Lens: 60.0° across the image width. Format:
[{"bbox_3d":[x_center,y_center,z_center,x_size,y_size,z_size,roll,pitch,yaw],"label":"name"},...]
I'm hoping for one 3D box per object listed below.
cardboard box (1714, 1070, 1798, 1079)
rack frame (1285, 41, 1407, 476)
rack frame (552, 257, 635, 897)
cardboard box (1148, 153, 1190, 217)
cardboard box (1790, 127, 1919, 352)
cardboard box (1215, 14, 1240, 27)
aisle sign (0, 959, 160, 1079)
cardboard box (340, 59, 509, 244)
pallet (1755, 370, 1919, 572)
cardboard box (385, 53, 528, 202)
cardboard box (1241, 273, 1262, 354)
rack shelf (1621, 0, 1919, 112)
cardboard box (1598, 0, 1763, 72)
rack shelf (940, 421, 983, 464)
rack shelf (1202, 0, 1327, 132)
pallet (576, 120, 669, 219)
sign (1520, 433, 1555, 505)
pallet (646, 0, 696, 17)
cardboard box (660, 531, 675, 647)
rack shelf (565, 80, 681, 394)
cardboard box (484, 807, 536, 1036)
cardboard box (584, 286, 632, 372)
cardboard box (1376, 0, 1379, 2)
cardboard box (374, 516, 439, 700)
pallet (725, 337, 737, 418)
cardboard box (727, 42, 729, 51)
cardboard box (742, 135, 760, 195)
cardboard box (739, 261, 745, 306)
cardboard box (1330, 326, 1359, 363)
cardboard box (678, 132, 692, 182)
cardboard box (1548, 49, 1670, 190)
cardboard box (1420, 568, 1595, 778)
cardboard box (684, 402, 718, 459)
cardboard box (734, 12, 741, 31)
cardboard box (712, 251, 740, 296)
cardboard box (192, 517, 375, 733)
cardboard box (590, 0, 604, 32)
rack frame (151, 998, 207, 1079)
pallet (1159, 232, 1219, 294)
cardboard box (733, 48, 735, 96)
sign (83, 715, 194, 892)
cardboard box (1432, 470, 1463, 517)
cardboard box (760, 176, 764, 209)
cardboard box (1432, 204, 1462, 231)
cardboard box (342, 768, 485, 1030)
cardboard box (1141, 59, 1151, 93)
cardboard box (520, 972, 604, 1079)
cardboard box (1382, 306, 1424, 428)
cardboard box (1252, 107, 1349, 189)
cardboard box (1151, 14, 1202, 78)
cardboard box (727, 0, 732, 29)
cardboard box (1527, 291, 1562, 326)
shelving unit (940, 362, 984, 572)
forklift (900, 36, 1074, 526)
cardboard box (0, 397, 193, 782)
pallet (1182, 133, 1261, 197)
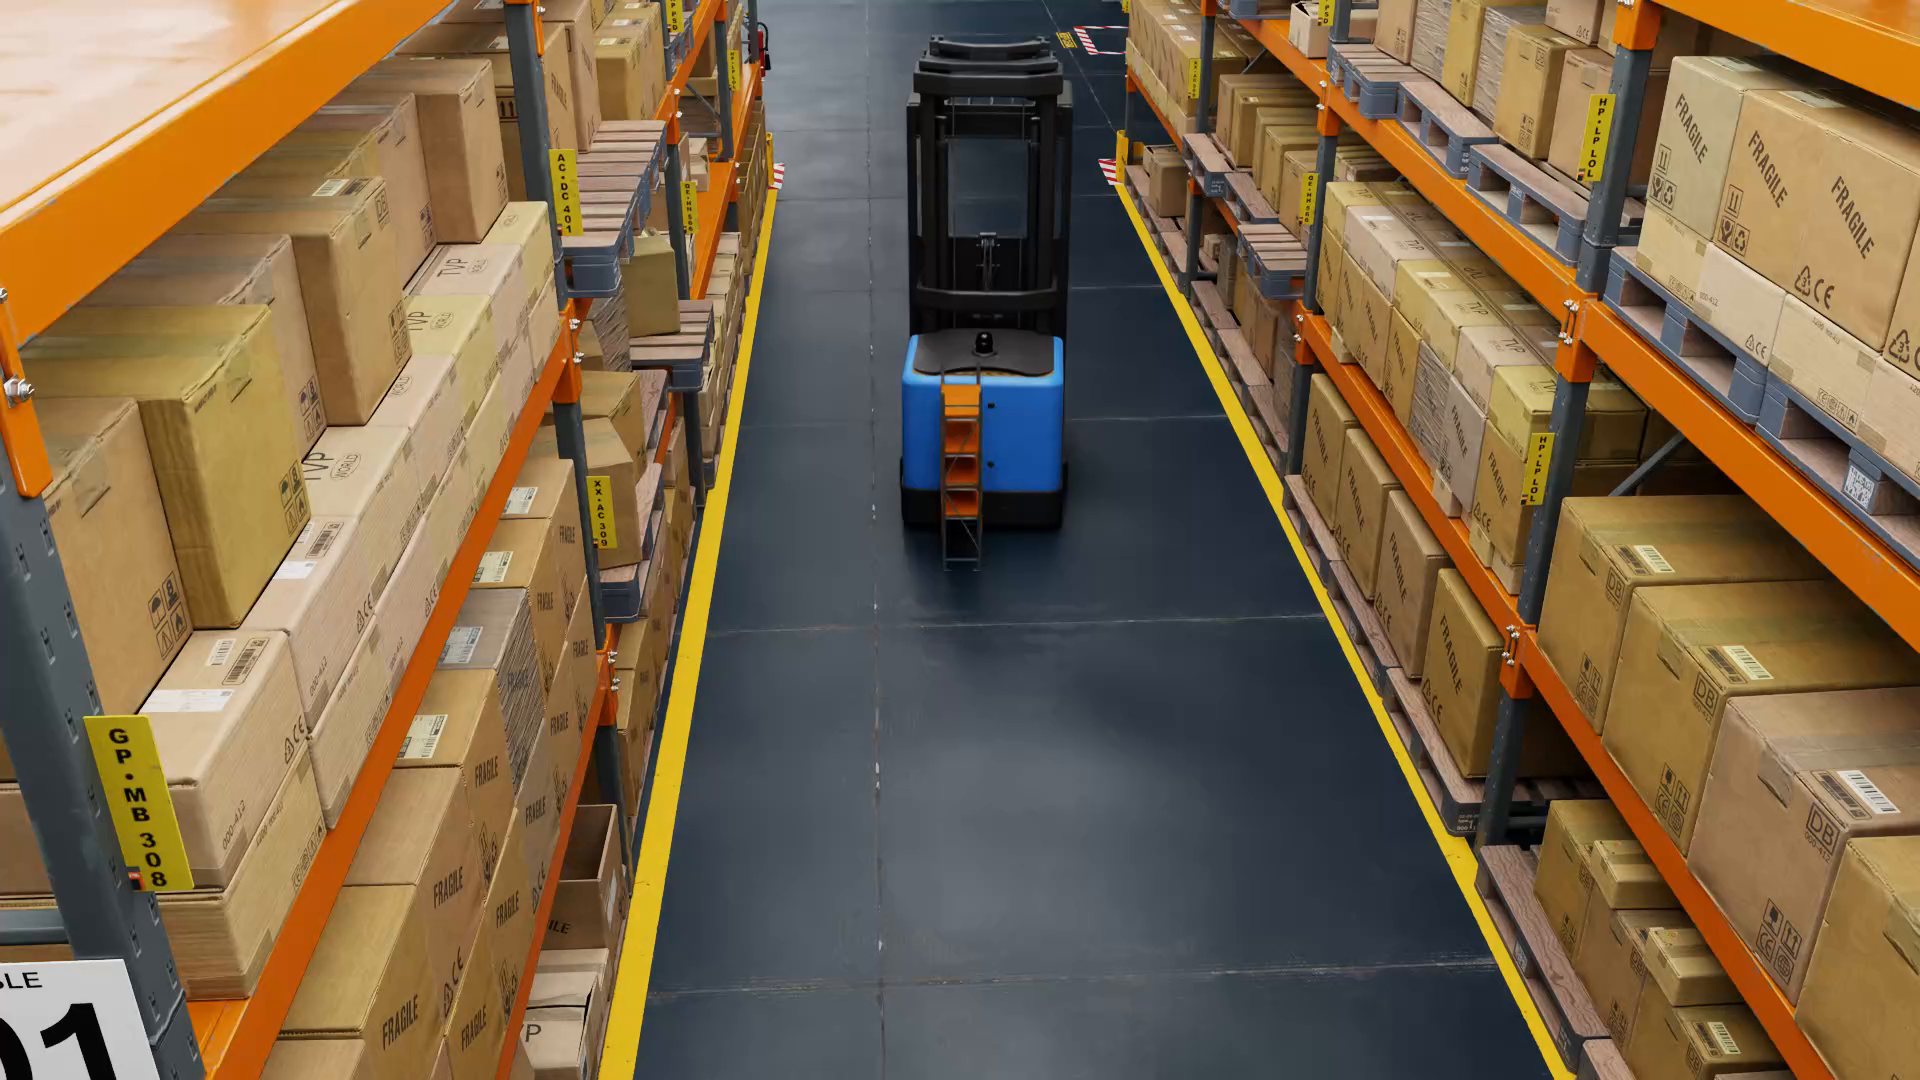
[{"bbox_3d":[2.960,2.153,5.627,0.700,0.500,0.500,-2,28,-4],"label":"cardboard box"},{"bbox_3d":[2.732,-1.680,10.726,1.000,3.000,0.127,-1,28,-3],"label":"rack frame"},{"bbox_3d":[-2.006,0.289,6.952,1.000,3.000,0.127,-1,28,-3],"label":"rack frame"},{"bbox_3d":[2.279,-3.536,16.513,0.700,0.500,0.500,-3,28,-6],"label":"cardboard box"},{"bbox_3d":[2.762,-0.858,4.696,0.500,0.500,0.500,-1,28,-2],"label":"cardboard box"},{"bbox_3d":[2.625,-4.732,15.910,0.500,0.500,0.500,-1,28,-2],"label":"cardboard box"},{"bbox_3d":[-1.500,1.008,2.762,0.394,0.787,0.004,-1,28,-3],"label":"aisle sign"},{"bbox_3d":[-1.942,-1.305,5.575,0.700,0.500,0.500,-1,28,-3],"label":"cardboard box"},{"bbox_3d":[3.034,-0.183,4.709,1.003,0.211,1.213,-1,28,-3],"label":"pallet"},{"bbox_3d":[-1.959,-1.550,6.565,0.600,0.600,0.600,-4,28,-8],"label":"cardboard box"},{"bbox_3d":[2.641,-1.800,13.185,0.700,0.500,0.500,-1,28,-2],"label":"cardboard box"},{"bbox_3d":[3.045,-1.072,4.285,1.077,0.370,4.000,-1,28,-3],"label":"rack shelf"},{"bbox_3d":[3.026,-2.144,6.978,0.500,0.250,0.500,1,28,1],"label":"cardboard box"},{"bbox_3d":[0.008,-0.588,10.242,0.258,0.148,0.480,0,28,-1],"label":"rack shelf"},{"bbox_3d":[2.627,-3.614,11.970,1.077,0.370,4.000,-1,28,-3],"label":"rack shelf"},{"bbox_3d":[-2.027,-1.739,7.801,1.213,0.211,1.003,-1,28,-3],"label":"pallet"},{"bbox_3d":[2.399,-0.293,6.902,0.100,0.325,0.005,-1,28,-3],"label":"sign"},{"bbox_3d":[-2.401,-3.632,11.431,1.003,0.211,1.213,0,28,0],"label":"pallet"},{"bbox_3d":[-1.871,0.263,9.230,0.500,0.500,0.500,-2,28,-5],"label":"cardboard box"},{"bbox_3d":[-2.110,-1.646,8.196,1.077,0.370,4.000,-1,28,-3],"label":"rack shelf"},{"bbox_3d":[-1.637,1.180,5.136,0.500,0.500,0.500,-1,28,-2],"label":"cardboard box"},{"bbox_3d":[-2.212,-1.074,9.003,0.700,0.500,0.500,4,28,7],"label":"cardboard box"},{"bbox_3d":[2.924,-3.401,10.653,0.500,0.500,0.500,-1,28,-3],"label":"cardboard box"},{"bbox_3d":[-1.611,0.167,4.104,0.500,0.250,0.500,-1,28,-3],"label":"cardboard box"},{"bbox_3d":[-2.279,-1.265,12.947,1.003,0.211,1.213,-1,28,-3],"label":"pallet"},{"bbox_3d":[-2.316,-4.461,15.250,0.380,0.149,0.250,-2,28,-4],"label":"cardboard box"},{"bbox_3d":[-2.216,-3.619,16.154,0.500,0.500,0.500,-1,28,-3],"label":"cardboard box"},{"bbox_3d":[-2.113,-2.188,14.221,0.500,0.250,0.500,-2,28,-3],"label":"cardboard box"},{"bbox_3d":[2.452,-1.178,10.015,0.380,0.149,0.250,-1,28,-1],"label":"cardboard box"},{"bbox_3d":[-2.372,-2.851,12.865,0.500,0.500,0.500,1,28,1],"label":"cardboard box"},{"bbox_3d":[3.005,-1.811,7.150,0.700,0.500,0.500,-3,28,-5],"label":"cardboard box"},{"bbox_3d":[2.777,0.638,8.154,0.750,0.750,0.750,-1,28,-2],"label":"cardboard box"},{"bbox_3d":[-1.949,-0.774,11.510,0.500,0.250,0.500,-1,28,-3],"label":"cardboard box"},{"bbox_3d":[-2.394,-5.174,16.617,0.380,0.149,0.250,-2,28,-3],"label":"cardboard box"},{"bbox_3d":[-2.083,-2.201,13.639,0.500,0.311,0.500,-1,28,-1],"label":"cardboard box"},{"bbox_3d":[-1.583,0.177,3.546,0.500,0.250,0.500,-1,28,-3],"label":"cardboard box"},{"bbox_3d":[-2.172,-2.939,8.708,0.500,0.500,0.500,-1,28,-3],"label":"cardboard box"},{"bbox_3d":[-1.797,2.136,3.410,1.000,3.000,0.127,-1,28,-3],"label":"rack frame"},{"bbox_3d":[2.453,-2.600,15.506,1.003,0.211,1.213,-1,28,-3],"label":"pallet"},{"bbox_3d":[-2.569,-4.609,16.236,0.700,0.500,0.500,-1,28,-2],"label":"cardboard box"},{"bbox_3d":[-1.255,0.406,2.540,0.100,0.325,0.005,-1,28,-3],"label":"sign"},{"bbox_3d":[2.563,-0.236,8.209,0.380,0.149,0.250,-1,28,-3],"label":"cardboard box"},{"bbox_3d":[-2.243,-3.518,16.770,0.500,0.250,0.500,-1,28,-3],"label":"cardboard box"},{"bbox_3d":[3.038,-1.755,9.608,0.500,0.250,0.500,-2,28,-4],"label":"cardboard box"},{"bbox_3d":[-1.613,0.965,4.467,0.500,0.500,0.500,-1,28,-2],"label":"cardboard box"},{"bbox_3d":[2.085,-4.608,16.483,0.500,0.250,0.500,-2,28,-3],"label":"cardboard box"},{"bbox_3d":[-1.654,1.889,6.317,0.500,0.311,0.500,-1,28,-3],"label":"cardboard box"},{"bbox_3d":[2.580,-0.923,8.824,0.500,0.500,0.500,-1,28,-1],"label":"cardboard box"},{"bbox_3d":[2.603,-2.969,12.614,0.700,0.500,0.500,2,28,4],"label":"cardboard box"},{"bbox_3d":[2.114,-4.716,15.878,0.500,0.500,0.500,-1,28,-1],"label":"cardboard box"},{"bbox_3d":[-2.558,-5.156,15.882,0.700,0.500,0.500,-1,28,-2],"label":"cardboard box"},{"bbox_3d":[3.112,-1.041,8.241,0.500,0.250,0.500,-2,28,-4],"label":"cardboard box"},{"bbox_3d":[0.008,-0.449,10.314,0.258,1.200,0.503,0,28,-1],"label":"shelving unit"},{"bbox_3d":[0.206,-2.037,11.486,1.130,2.935,3.031,1,28,2],"label":"forklift"},{"bbox_3d":[-1.840,0.082,2.916,0.700,0.500,0.500,-1,28,-3],"label":"cardboard box"},{"bbox_3d":[2.418,-3.085,13.629,1.003,0.211,1.213,-1,28,-3],"label":"pallet"}]
